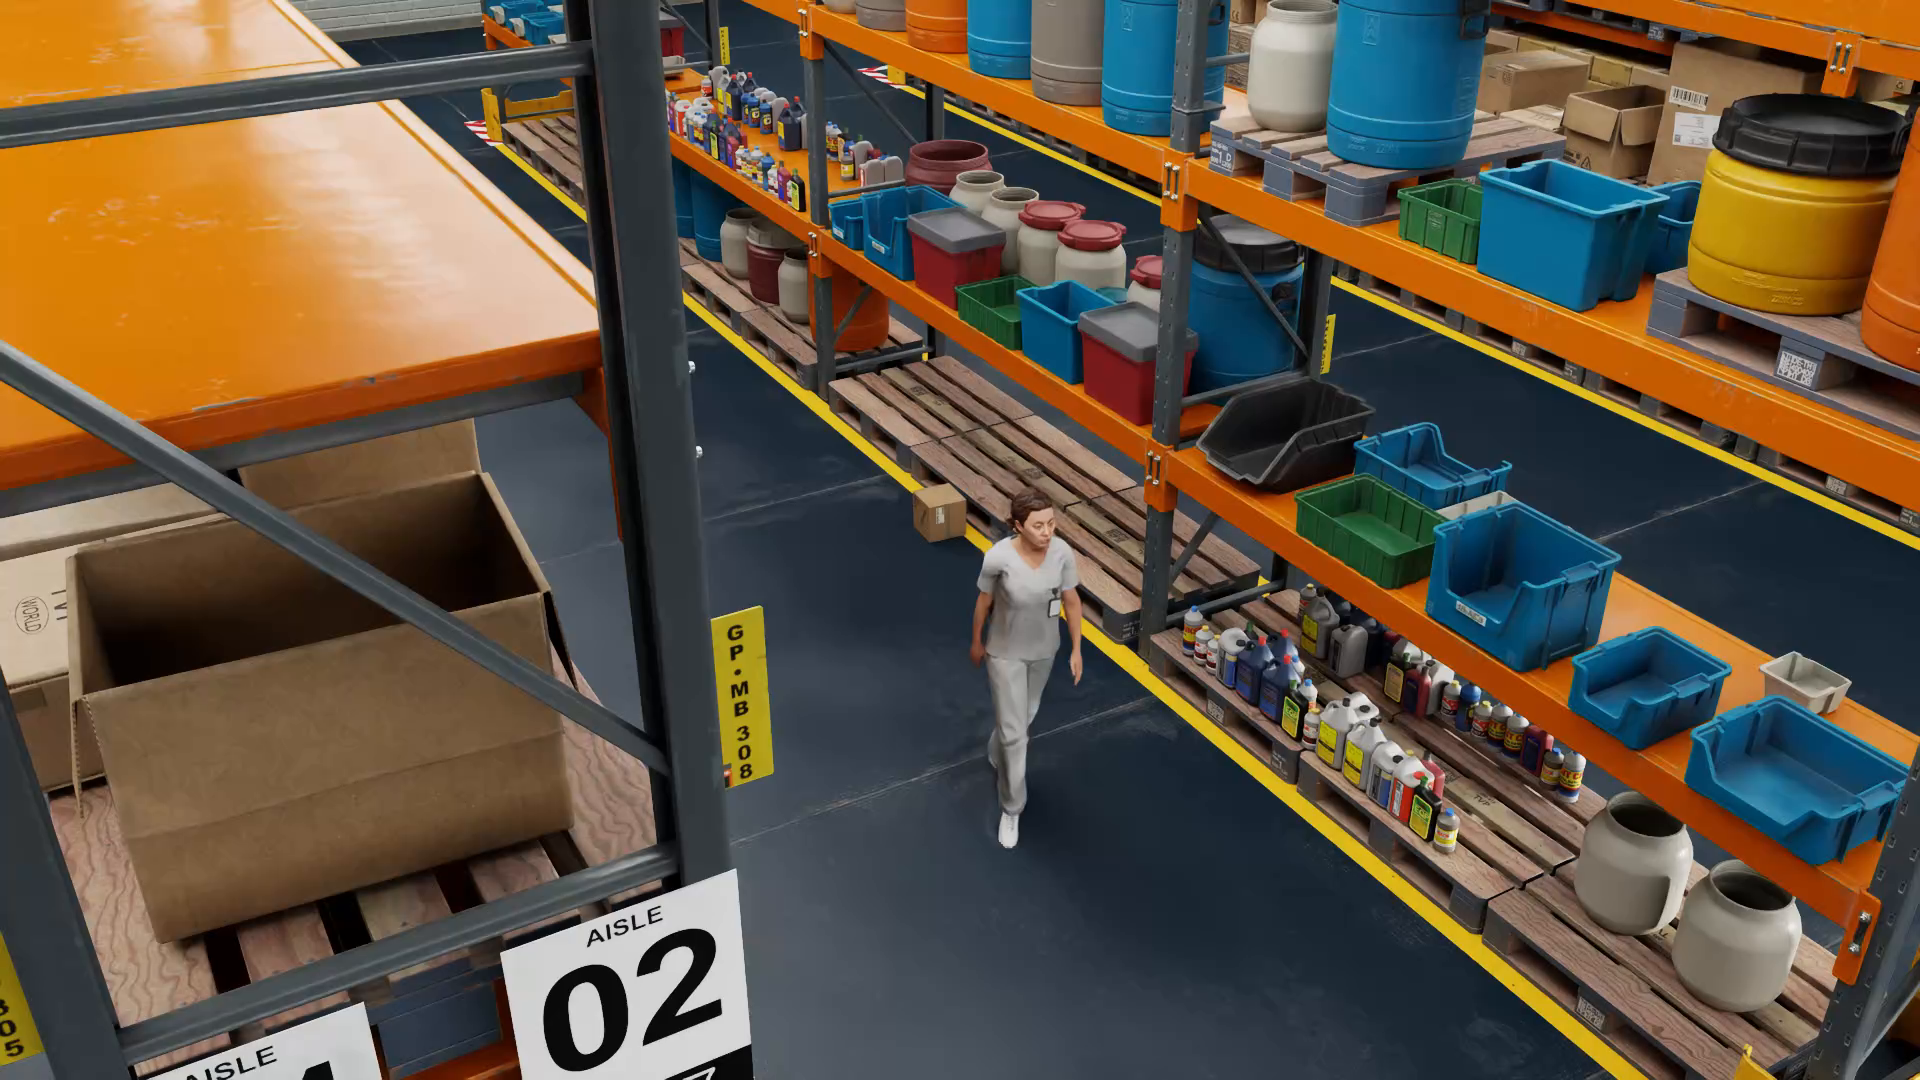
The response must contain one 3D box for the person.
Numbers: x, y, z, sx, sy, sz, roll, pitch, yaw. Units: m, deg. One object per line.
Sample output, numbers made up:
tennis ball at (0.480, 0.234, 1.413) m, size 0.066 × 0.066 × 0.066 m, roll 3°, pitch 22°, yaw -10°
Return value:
person at (0.310, 0.528, 7.623) m, size 0.474 × 1.711 × 0.635 m, roll -11°, pitch 31°, yaw -18°
